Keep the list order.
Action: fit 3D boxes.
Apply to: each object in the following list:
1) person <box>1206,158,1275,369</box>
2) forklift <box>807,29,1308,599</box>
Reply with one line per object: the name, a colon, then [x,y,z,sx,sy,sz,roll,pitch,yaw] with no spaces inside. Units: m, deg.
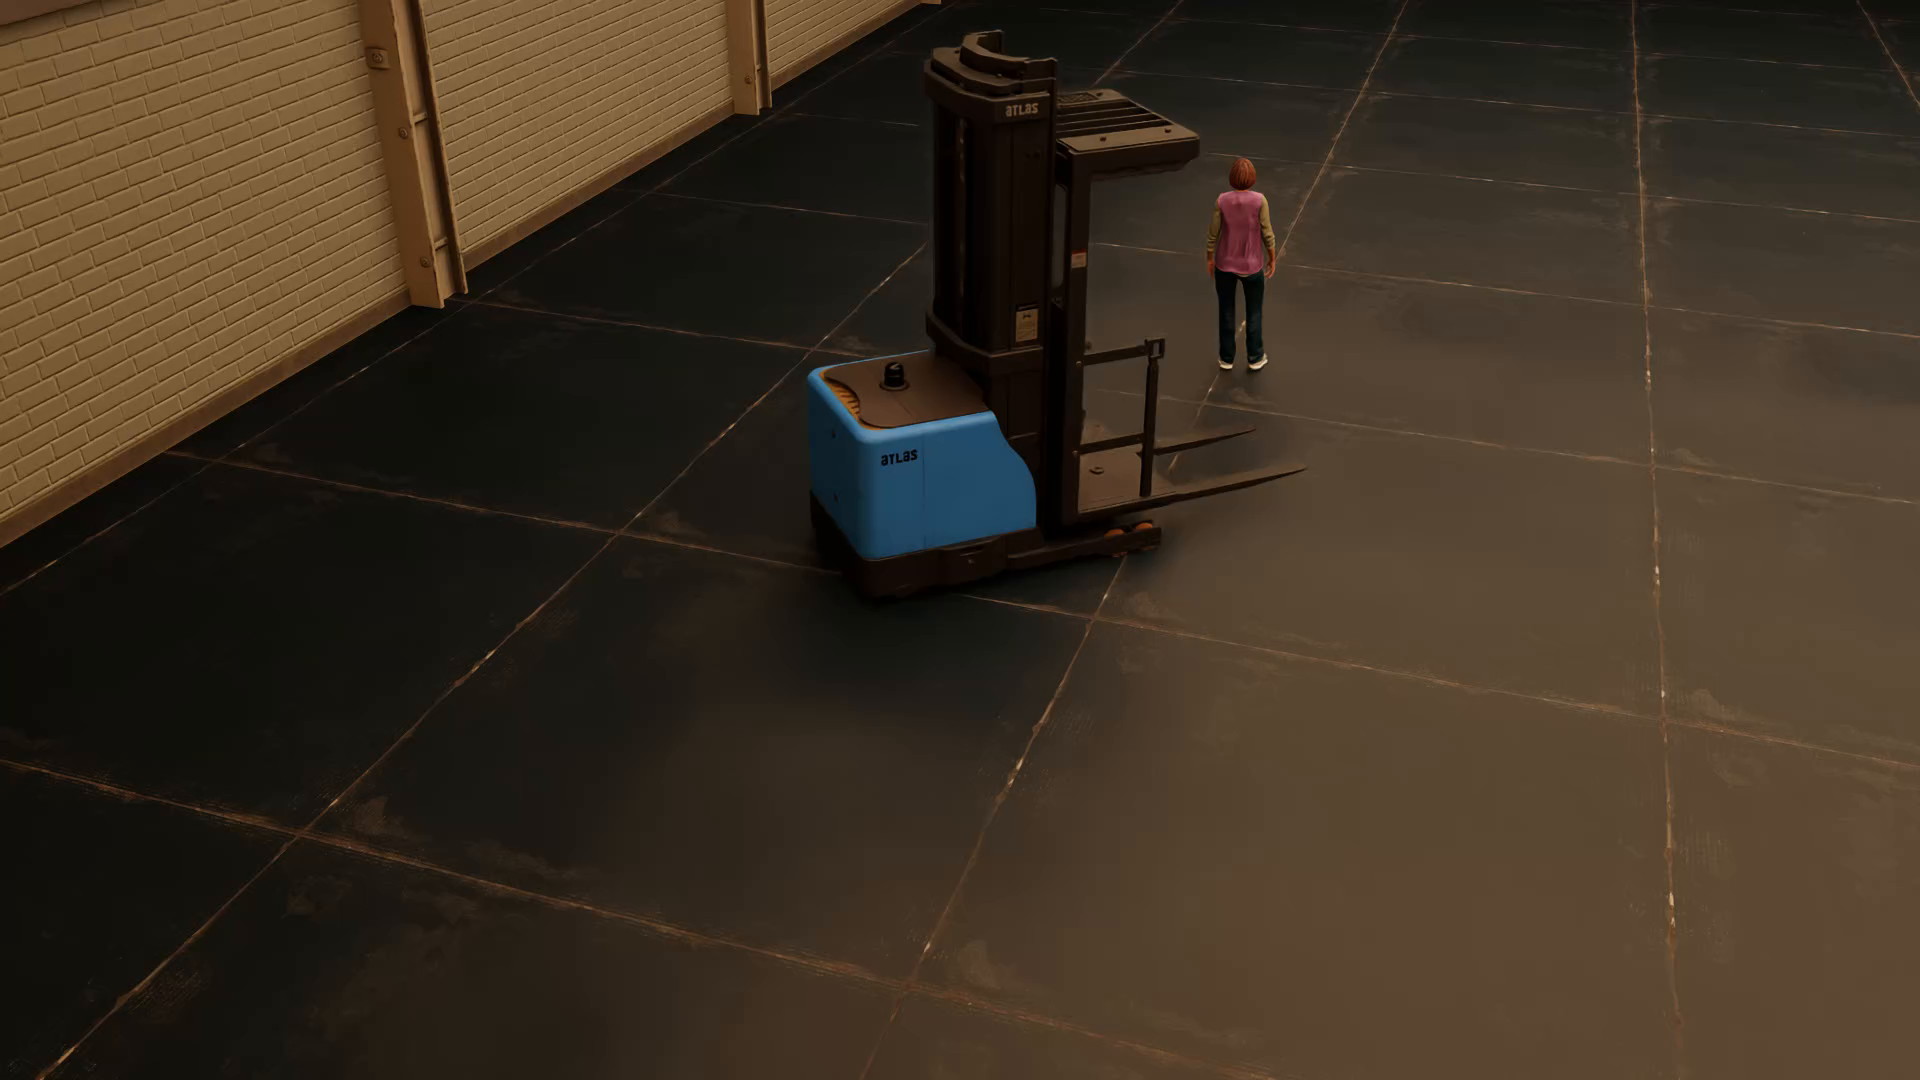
person: [2.019,-1.986,11.967,0.499,1.608,0.444,8,31,14]
forklift: [0.661,-1.399,9.592,3.031,2.935,1.130,-12,32,-20]
